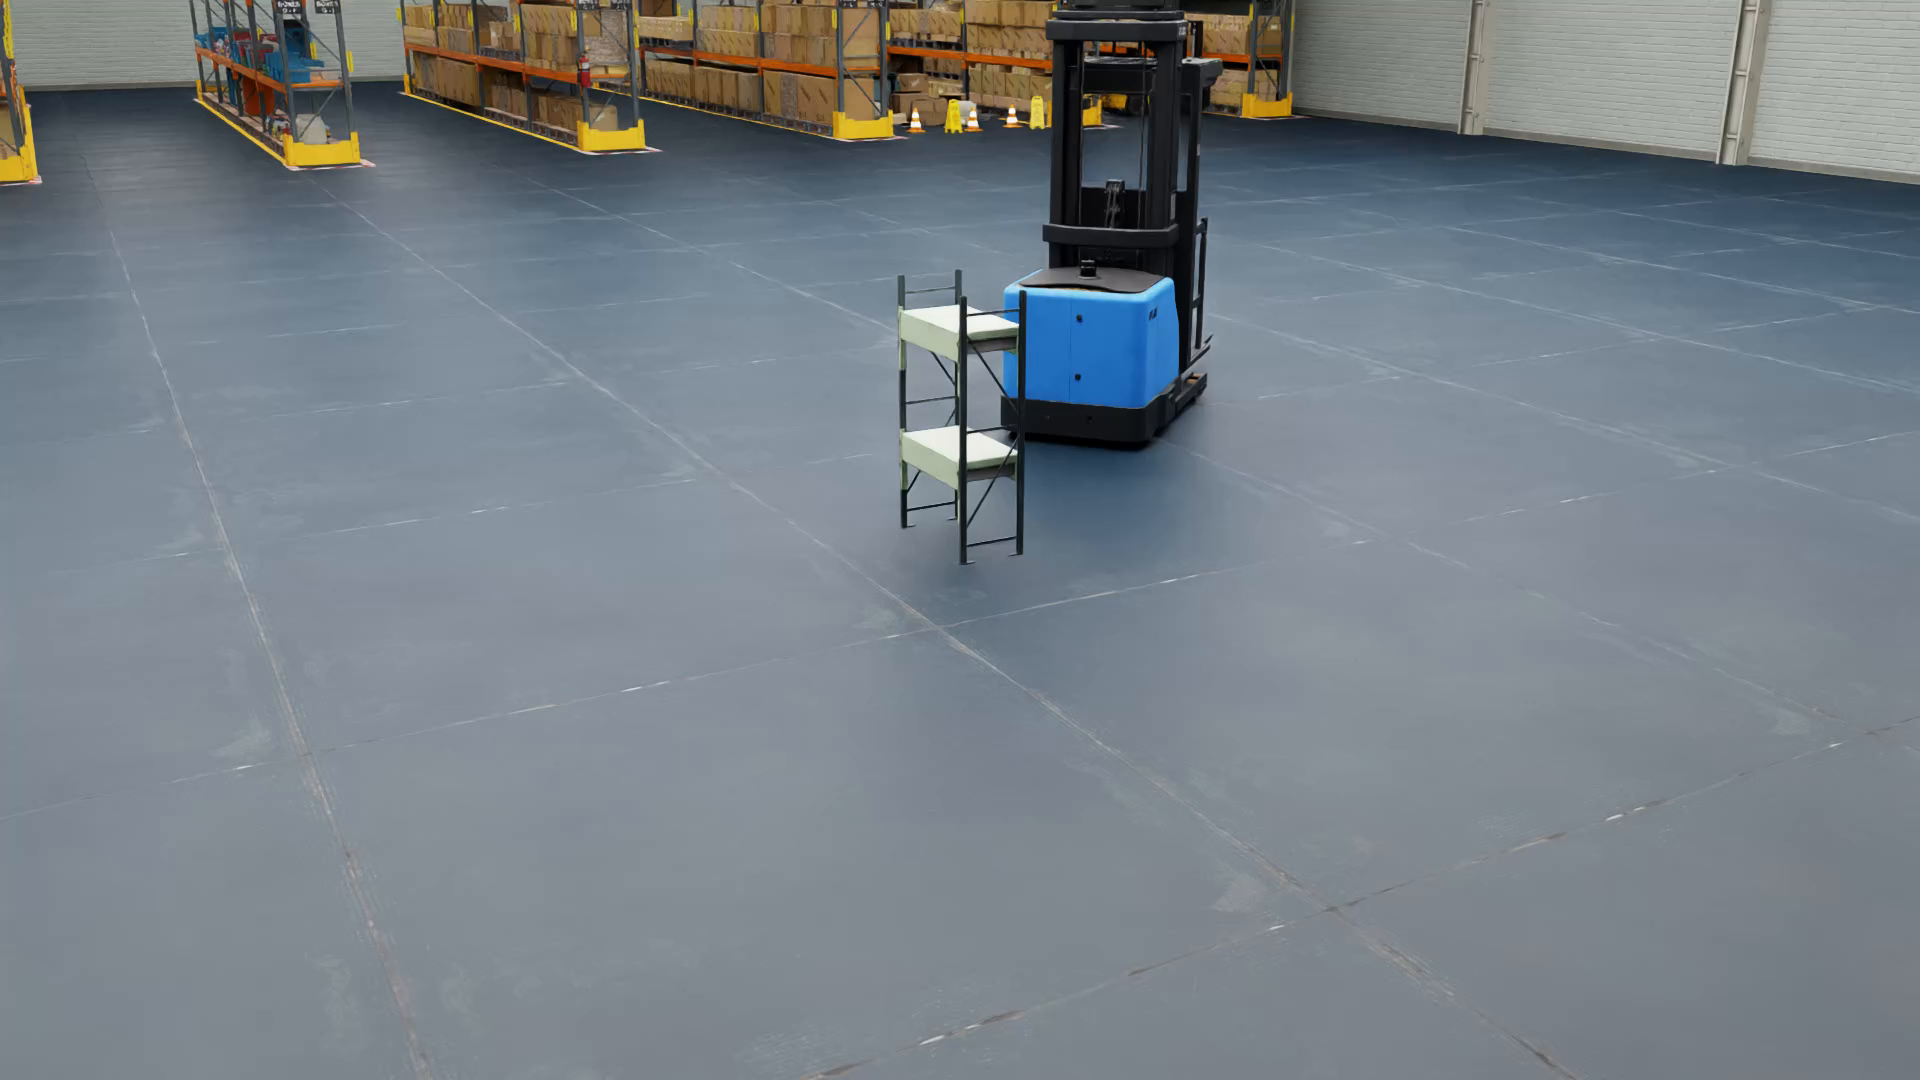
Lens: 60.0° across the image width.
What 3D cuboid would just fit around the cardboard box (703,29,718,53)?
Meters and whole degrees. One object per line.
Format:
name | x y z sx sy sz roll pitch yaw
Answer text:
cardboard box | -5.466 -11.292 37.605 0.500 0.500 0.500 -10 22 -27

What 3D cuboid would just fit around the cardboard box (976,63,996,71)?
cardboard box | 0.571 -10.512 36.925 0.380 0.149 0.250 -10 21 -26

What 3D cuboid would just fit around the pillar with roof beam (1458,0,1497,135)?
pillar with roof beam | 6.311 -11.617 29.501 9.100 9.000 0.400 -10 21 -27

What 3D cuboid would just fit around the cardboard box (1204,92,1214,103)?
cardboard box | 5.829 -10.104 37.887 0.500 0.250 0.500 -10 21 -26

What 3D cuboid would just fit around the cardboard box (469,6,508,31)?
cardboard box | -10.432 -11.556 36.831 0.797 0.503 0.637 -9 21 -25

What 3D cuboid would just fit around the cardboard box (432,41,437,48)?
cardboard box | -12.431 -11.888 39.871 0.380 0.149 0.250 -10 21 -26

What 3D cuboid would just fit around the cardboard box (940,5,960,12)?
cardboard box | -0.235 -12.195 38.127 0.380 0.149 0.250 -11 22 -28

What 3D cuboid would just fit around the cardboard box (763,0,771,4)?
cardboard box | -5.199 -14.992 46.793 0.500 0.500 0.500 -11 22 -28

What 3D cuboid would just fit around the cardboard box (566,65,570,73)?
cardboard box | -7.004 -8.666 30.533 0.380 0.149 0.250 -10 21 -27

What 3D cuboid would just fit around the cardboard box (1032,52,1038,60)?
cardboard box | 1.735 -10.148 34.828 0.380 0.149 0.250 -10 22 -28

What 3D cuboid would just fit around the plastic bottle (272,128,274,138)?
plastic bottle | -12.337 -7.357 29.968 0.097 0.201 0.097 0 19 0

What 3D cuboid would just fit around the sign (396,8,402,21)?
sign | -14.389 -13.481 42.653 0.100 0.325 0.005 -10 21 -27

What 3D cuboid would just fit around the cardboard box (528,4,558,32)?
cardboard box | -7.971 -10.022 31.936 0.500 0.500 0.500 -10 21 -27

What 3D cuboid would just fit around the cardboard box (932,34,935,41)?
cardboard box | -0.437 -11.689 38.648 0.380 0.149 0.250 -10 21 -27

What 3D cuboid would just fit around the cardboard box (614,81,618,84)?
cardboard box | -8.926 -12.142 43.948 0.380 0.149 0.250 -11 22 -29

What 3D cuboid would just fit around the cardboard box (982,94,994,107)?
cardboard box | 0.828 -9.745 36.845 0.500 0.250 0.500 -9 21 -24

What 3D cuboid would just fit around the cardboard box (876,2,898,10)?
cardboard box | -1.853 -12.985 40.977 0.500 0.500 0.500 -11 22 -28

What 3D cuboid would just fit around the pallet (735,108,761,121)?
pallet | -4.219 -9.305 36.273 1.003 0.211 1.213 -10 21 -27

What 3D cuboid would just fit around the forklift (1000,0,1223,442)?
forklift | 1.278 -2.494 12.365 1.130 2.935 3.031 7 20 19

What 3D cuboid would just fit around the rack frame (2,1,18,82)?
rack frame | -22.618 -11.585 38.607 1.000 3.000 0.127 -10 21 -27

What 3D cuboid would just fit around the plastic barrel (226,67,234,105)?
plastic barrel | -16.114 -10.251 37.313 0.600 0.901 0.708 -10 21 -27

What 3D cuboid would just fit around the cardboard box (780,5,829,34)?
cardboard box | -3.143 -10.567 33.771 0.875 0.550 0.550 -10 21 -27

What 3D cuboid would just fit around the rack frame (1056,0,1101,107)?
rack frame | 2.421 -10.061 34.188 1.000 3.000 0.127 -10 21 -27

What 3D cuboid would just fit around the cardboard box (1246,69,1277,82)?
cardboard box | 6.726 -10.369 37.121 0.500 0.250 0.500 -10 22 -27

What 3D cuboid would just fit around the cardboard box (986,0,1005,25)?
cardboard box | 0.978 -11.411 35.960 0.700 0.500 0.500 -11 22 -28

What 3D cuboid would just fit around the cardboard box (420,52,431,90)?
cardboard box | -13.091 -11.880 42.075 0.875 0.875 0.875 -10 21 -27

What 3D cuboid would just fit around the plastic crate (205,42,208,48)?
plastic crate | -17.449 -11.560 38.847 0.293 0.136 0.466 -10 21 -27

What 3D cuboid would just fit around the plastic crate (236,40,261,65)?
plastic crate | -13.960 -9.574 32.680 0.402 0.464 0.583 -10 21 -27

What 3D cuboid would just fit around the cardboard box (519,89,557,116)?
cardboard box | -8.682 -9.020 34.329 0.700 0.500 0.500 -10 21 -27

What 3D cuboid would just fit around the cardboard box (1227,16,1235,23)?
cardboard box | 6.140 -11.532 36.849 0.380 0.149 0.250 -9 21 -25

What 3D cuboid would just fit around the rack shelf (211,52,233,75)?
rack shelf | -15.408 -10.289 35.953 1.077 0.370 4.000 -10 21 -27

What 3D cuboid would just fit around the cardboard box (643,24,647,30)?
cardboard box | -7.555 -12.598 40.826 0.380 0.149 0.250 -9 21 -25

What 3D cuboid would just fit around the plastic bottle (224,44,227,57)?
plastic bottle | -15.568 -10.378 35.287 0.061 0.283 0.133 -10 21 -27

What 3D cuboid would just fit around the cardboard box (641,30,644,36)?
cardboard box | -7.666 -12.526 41.076 0.380 0.149 0.250 -10 21 -26

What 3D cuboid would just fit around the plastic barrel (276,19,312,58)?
plastic barrel | -12.475 -9.301 31.220 0.600 0.901 0.708 -10 21 -27

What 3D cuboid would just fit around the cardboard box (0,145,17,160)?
cardboard box | -15.079 -6.079 26.222 0.500 0.250 0.500 -10 21 -27

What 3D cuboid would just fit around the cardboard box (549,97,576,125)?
cardboard box | -7.766 -8.406 32.583 0.500 0.500 0.500 -3 19 -9

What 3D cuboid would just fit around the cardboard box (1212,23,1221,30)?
cardboard box | 5.884 -11.535 37.315 0.380 0.149 0.250 -11 22 -28

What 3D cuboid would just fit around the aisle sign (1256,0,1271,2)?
aisle sign | 6.561 -11.995 35.809 0.394 0.787 0.004 -10 21 -27

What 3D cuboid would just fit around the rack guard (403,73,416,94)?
rack guard | -13.909 -11.944 43.479 1.175 0.500 0.348 -10 21 -27

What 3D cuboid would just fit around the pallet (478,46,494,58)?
pallet | -9.667 -10.543 35.882 1.213 0.211 1.003 -10 21 -27

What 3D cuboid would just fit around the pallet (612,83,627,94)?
pallet | -8.519 -11.929 43.879 1.003 0.211 1.213 -10 21 -27

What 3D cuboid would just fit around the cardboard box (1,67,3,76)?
cardboard box | -17.160 -8.308 29.494 0.380 0.149 0.250 -10 21 -27

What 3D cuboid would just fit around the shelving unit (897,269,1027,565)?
shelving unit | 0.003 -0.707 9.381 0.431 1.500 0.755 -10 21 -27

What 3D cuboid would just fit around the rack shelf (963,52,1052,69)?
rack shelf | 1.472 -10.295 35.970 1.077 0.370 4.000 -10 21 -27

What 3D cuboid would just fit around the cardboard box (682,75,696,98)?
cardboard box | -6.228 -10.727 39.307 0.500 0.500 0.500 -10 21 -27

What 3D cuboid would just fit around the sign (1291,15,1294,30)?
sign | 7.279 -11.361 36.510 0.100 0.325 0.005 -10 21 -27

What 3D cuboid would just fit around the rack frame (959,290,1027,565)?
rack frame | 0.177 -0.602 9.077 0.400 1.500 0.023 -10 21 -27

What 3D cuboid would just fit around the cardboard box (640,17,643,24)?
cardboard box | -7.665 -12.807 40.978 0.380 0.149 0.250 -9 21 -25

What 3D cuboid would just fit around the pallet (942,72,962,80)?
pallet | 0.181 -13.505 48.446 1.003 0.211 1.213 -10 21 -27

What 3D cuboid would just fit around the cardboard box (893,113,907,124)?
cardboard box | -1.349 -8.912 35.053 0.396 0.266 0.258 -6 20 -17
